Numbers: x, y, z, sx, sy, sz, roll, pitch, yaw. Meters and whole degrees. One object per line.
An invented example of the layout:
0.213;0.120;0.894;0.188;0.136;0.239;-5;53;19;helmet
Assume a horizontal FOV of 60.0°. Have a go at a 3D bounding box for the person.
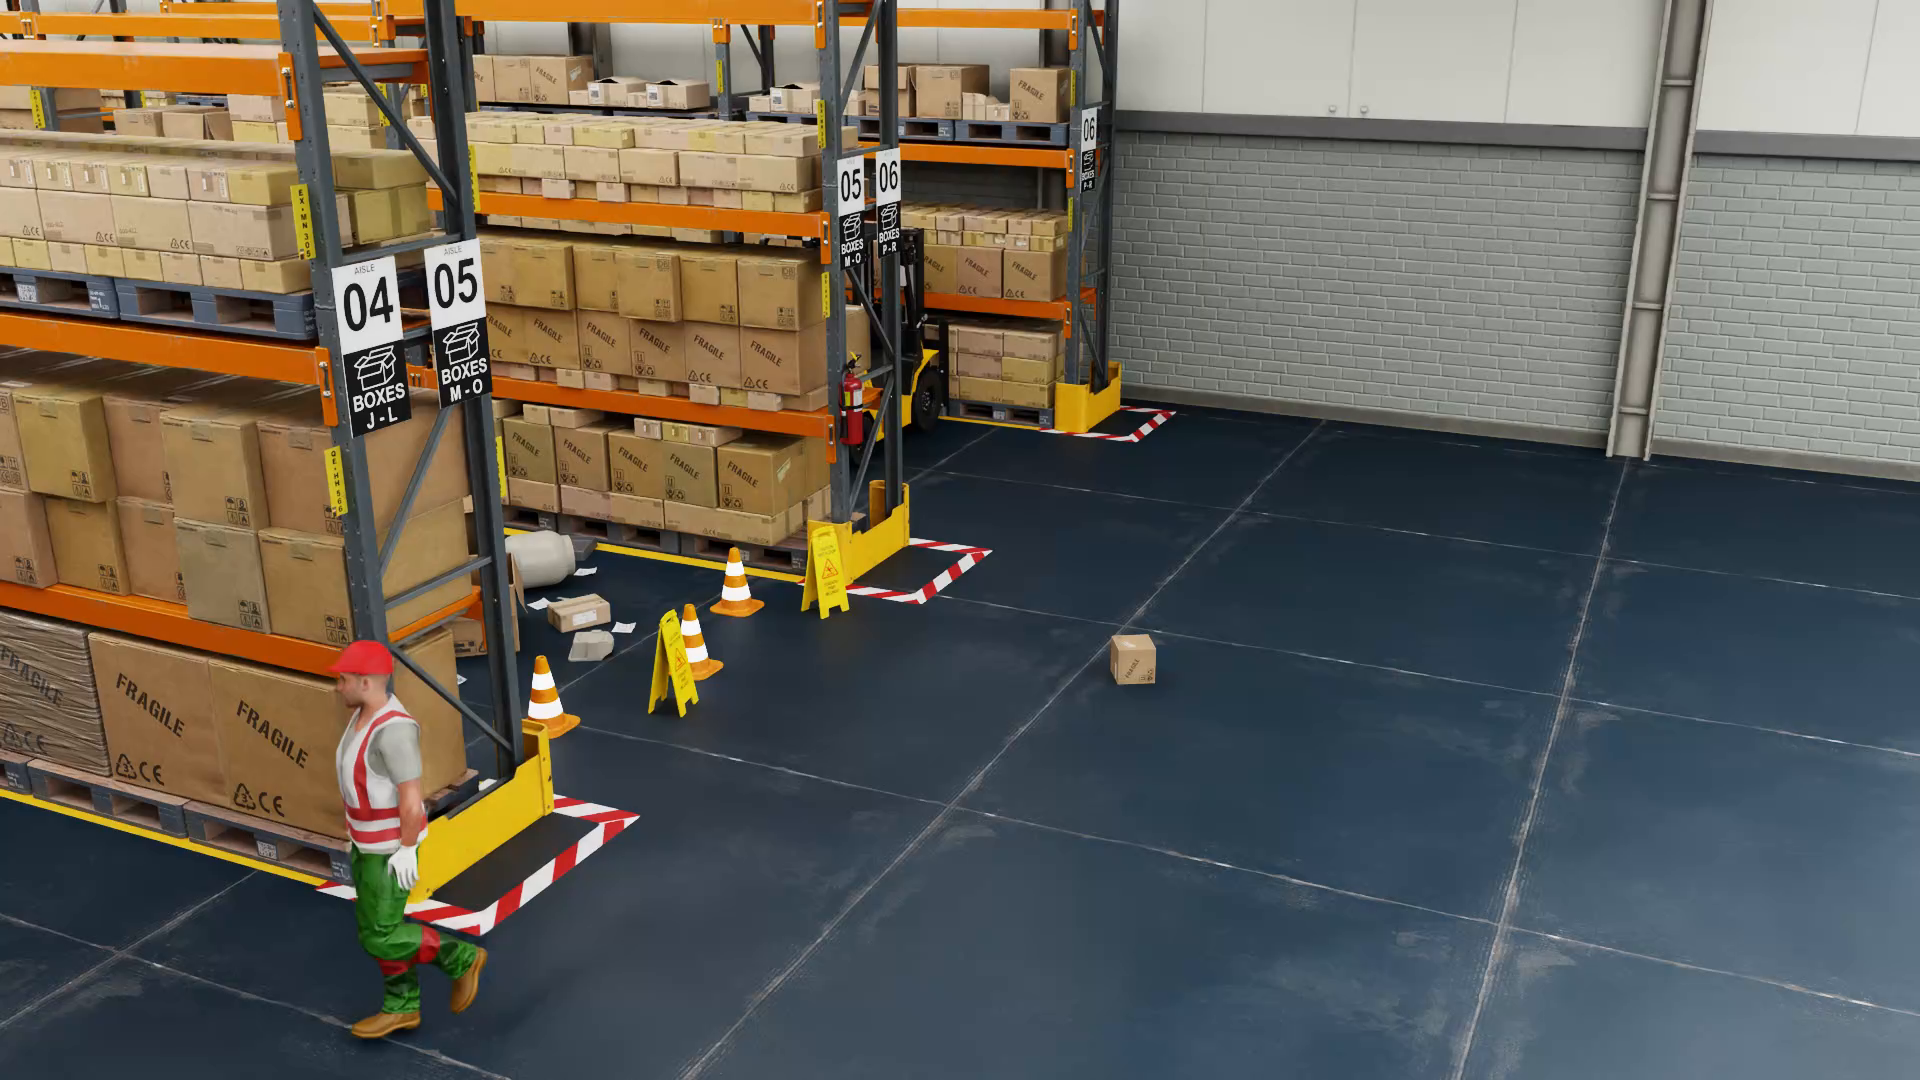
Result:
-2.460;1.290;7.216;0.596;1.768;0.564;-13;23;-33;person
